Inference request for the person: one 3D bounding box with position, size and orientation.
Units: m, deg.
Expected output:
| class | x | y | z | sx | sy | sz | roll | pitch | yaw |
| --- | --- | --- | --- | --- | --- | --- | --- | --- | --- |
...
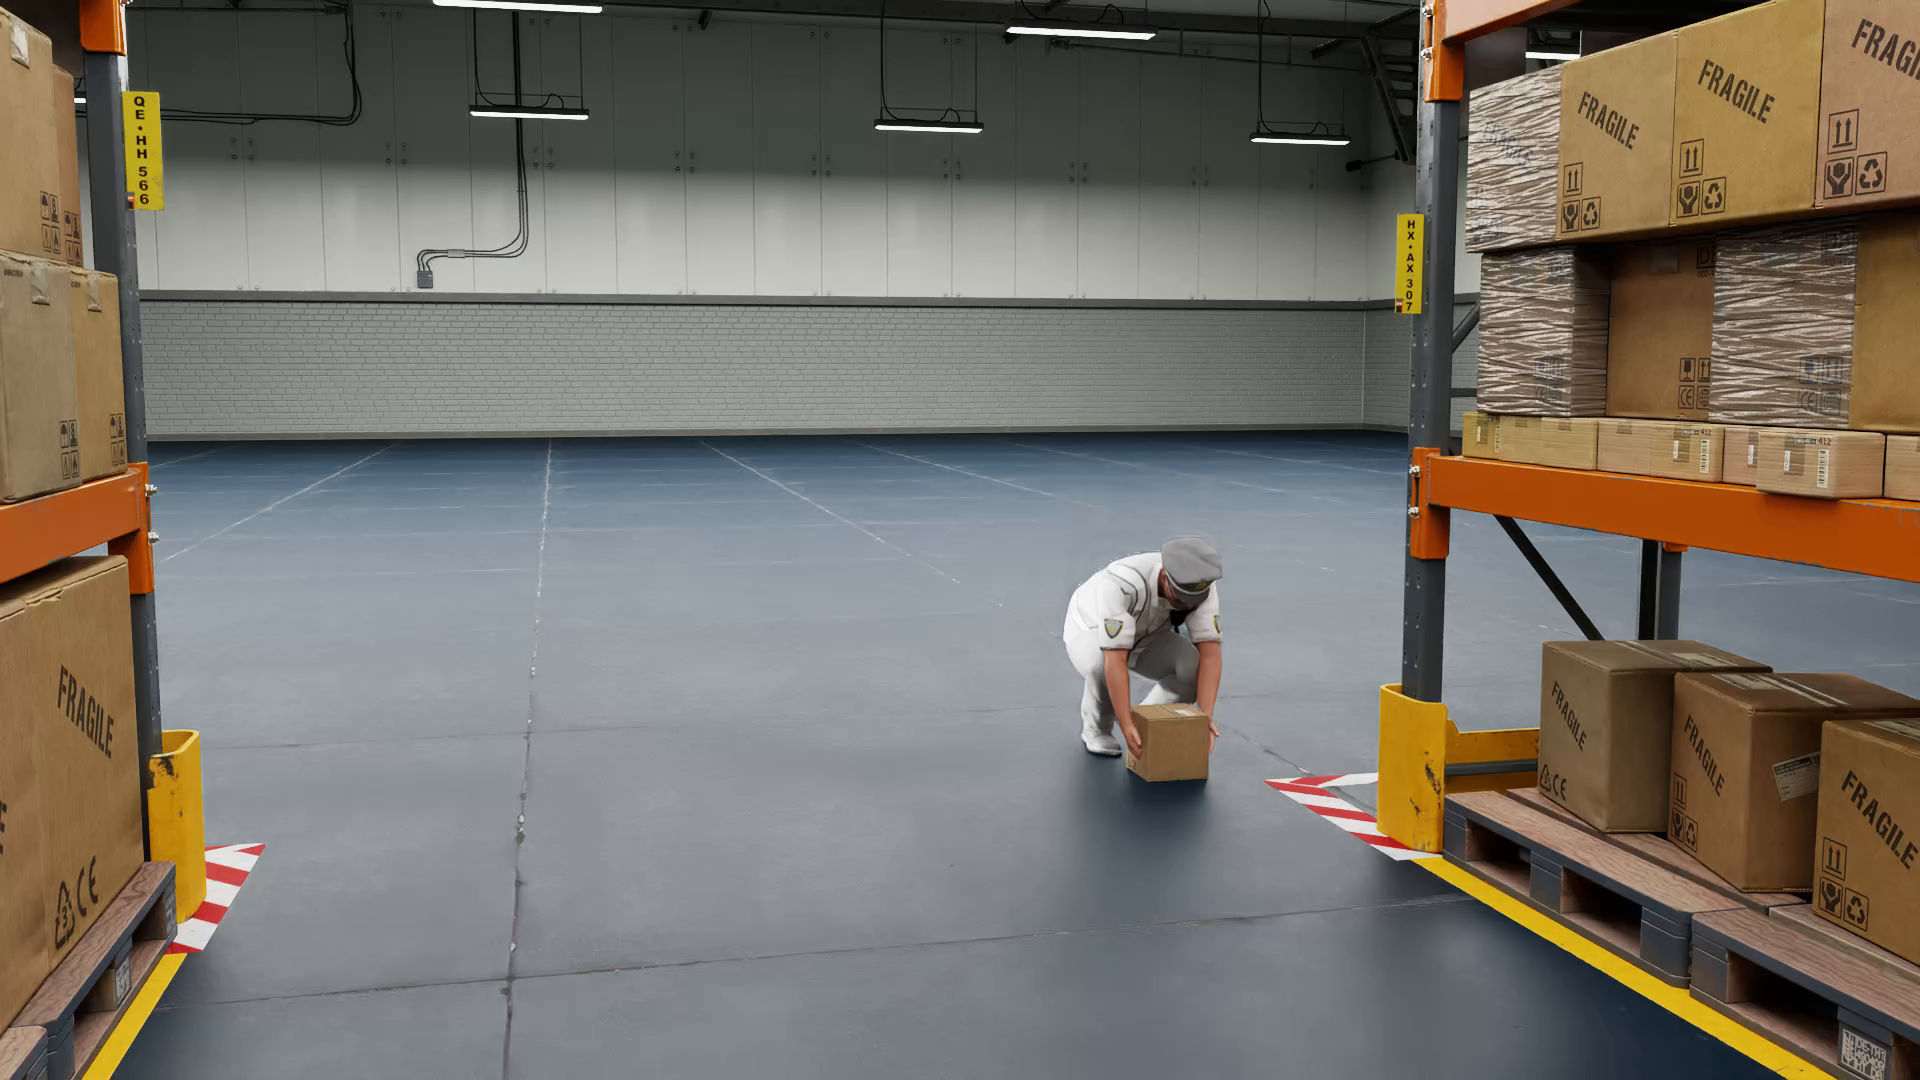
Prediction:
| class | x | y | z | sx | sy | sz | roll | pitch | yaw |
| --- | --- | --- | --- | --- | --- | --- | --- | --- | --- |
| person | 0.764 | 0.426 | 6.836 | 0.552 | 0.931 | 0.954 | -1 | 6 | -14 |
